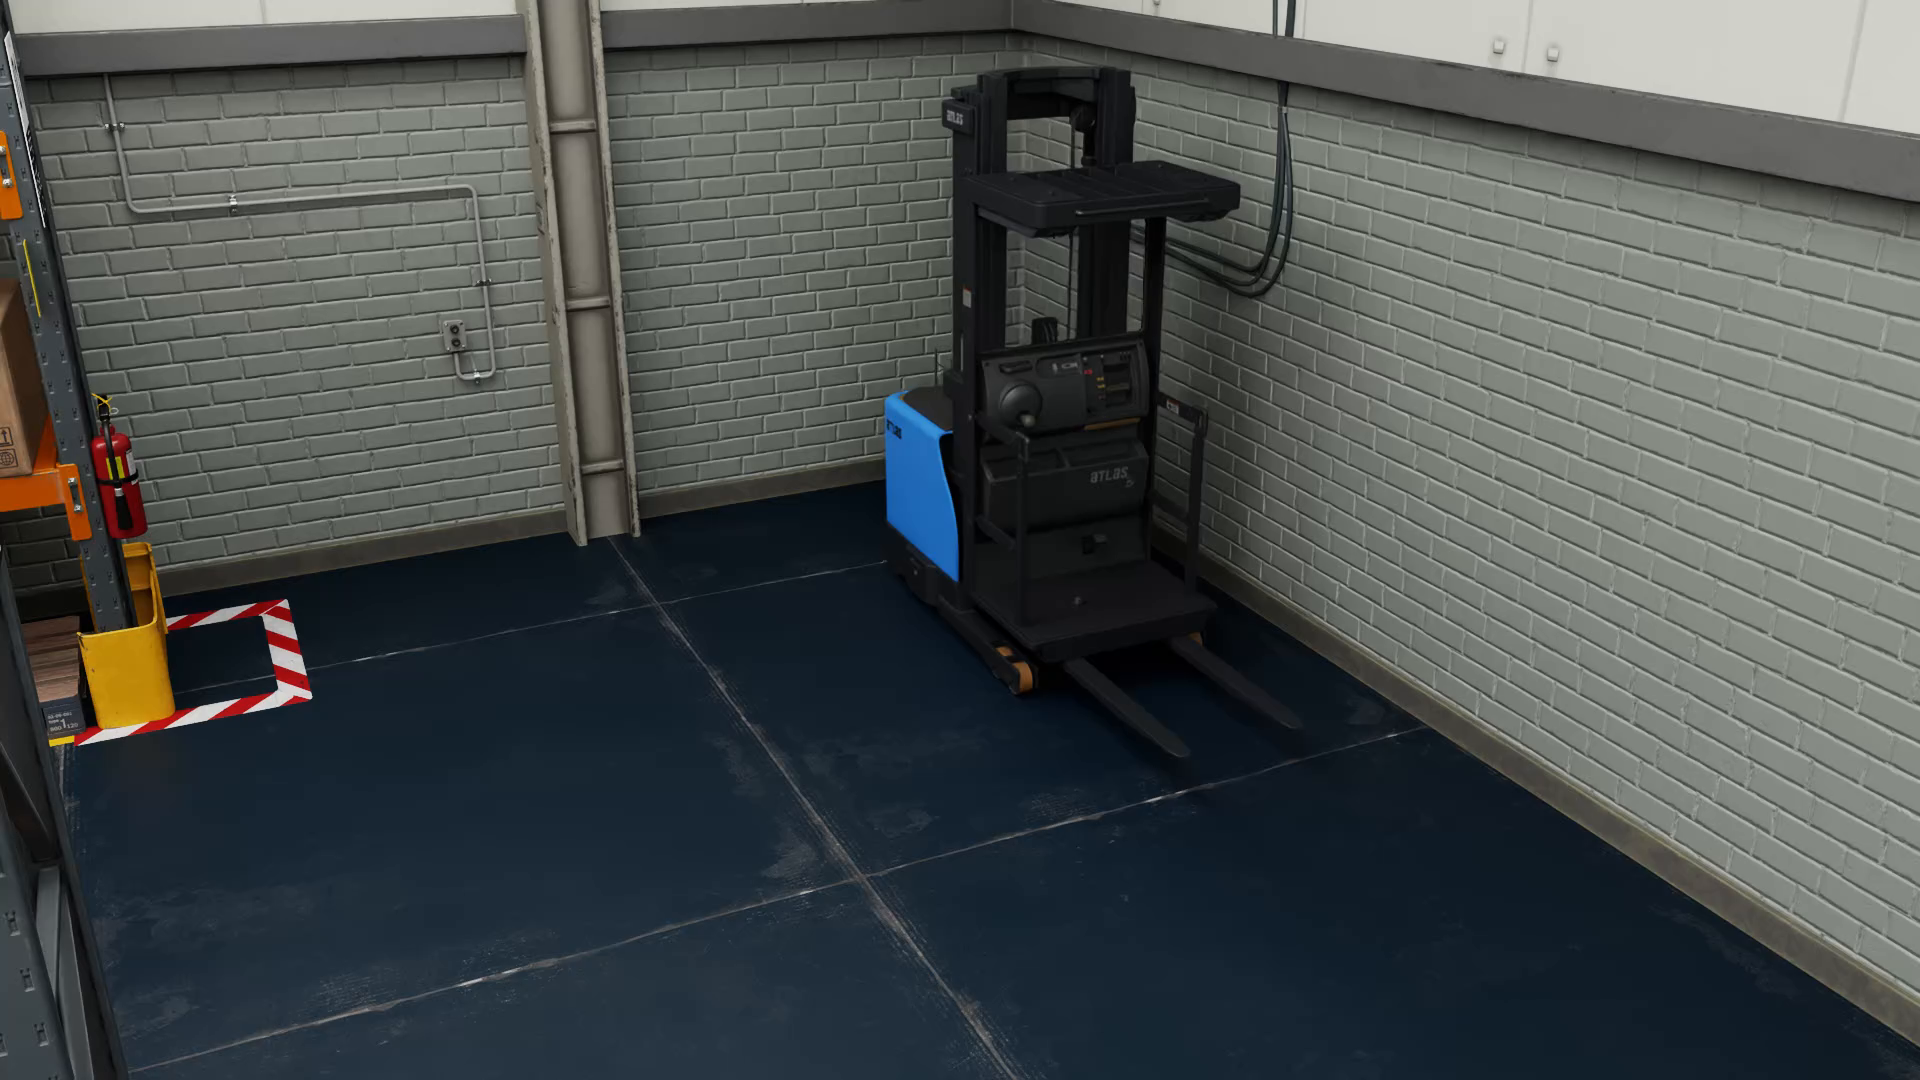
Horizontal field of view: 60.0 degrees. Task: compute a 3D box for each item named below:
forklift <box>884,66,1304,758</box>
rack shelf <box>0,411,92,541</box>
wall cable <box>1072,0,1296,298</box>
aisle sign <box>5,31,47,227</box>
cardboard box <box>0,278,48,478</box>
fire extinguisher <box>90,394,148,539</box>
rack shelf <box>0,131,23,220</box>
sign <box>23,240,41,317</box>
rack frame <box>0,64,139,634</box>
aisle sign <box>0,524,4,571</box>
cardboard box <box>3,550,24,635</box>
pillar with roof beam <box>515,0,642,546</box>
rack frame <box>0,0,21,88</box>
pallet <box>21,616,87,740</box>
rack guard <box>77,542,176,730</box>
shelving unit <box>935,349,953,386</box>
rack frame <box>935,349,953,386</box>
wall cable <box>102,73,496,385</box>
[{"bbox_3d":[0.635,-0.766,8.268,1.130,2.935,3.031,-10,25,-23],"label":"forklift"},{"bbox_3d":[-6.078,-0.023,7.325,4.000,0.370,1.077,-10,25,-24],"label":"rack shelf"},{"bbox_3d":[0.976,-2.840,9.404,0.112,2.526,3.097,-10,25,-24],"label":"wall cable"},{"bbox_3d":[-4.080,-1.797,7.270,0.004,0.787,0.394,-10,25,-24],"label":"aisle sign"},{"bbox_3d":[-4.731,-0.738,7.718,0.700,0.700,0.980,-9,24,-21],"label":"cardboard box"},{"bbox_3d":[-3.939,-0.345,7.751,0.183,0.674,0.296,-10,25,-24],"label":"fire extinguisher"},{"bbox_3d":[-6.078,-1.409,6.751,4.000,0.370,1.077,-10,25,-24],"label":"rack shelf"},{"bbox_3d":[-4.053,-1.142,7.264,0.005,0.325,0.100,-10,25,-24],"label":"sign"},{"bbox_3d":[-4.275,-0.687,7.989,0.127,3.000,1.000,-10,25,-24],"label":"rack frame"},{"bbox_3d":[-2.190,-0.294,3.640,0.004,0.787,0.394,-10,25,-24],"label":"aisle sign"},{"bbox_3d":[-4.863,0.424,8.023,0.500,0.500,0.700,-10,25,-24],"label":"cardboard box"},{"bbox_3d":[-0.351,-2.722,5.059,0.400,9.000,9.100,-10,25,-24],"label":"pillar with roof beam"},{"bbox_3d":[-4.275,-3.459,6.841,0.127,3.000,1.000,-10,25,-24],"label":"rack frame"},{"bbox_3d":[-4.962,0.761,8.136,1.213,0.211,1.003,-10,25,-24],"label":"pallet"},{"bbox_3d":[-4.254,0.464,8.476,0.348,0.500,1.175,-10,25,-24],"label":"rack guard"},{"bbox_3d":[-0.013,-0.552,10.015,0.189,1.200,0.258,-10,25,-23],"label":"shelving unit"},{"bbox_3d":[-0.096,-0.537,9.979,0.006,1.200,0.240,-10,25,-23],"label":"rack frame"},{"bbox_3d":[-3.532,-1.695,9.095,1.851,1.984,0.084,-10,25,-24],"label":"wall cable"}]
